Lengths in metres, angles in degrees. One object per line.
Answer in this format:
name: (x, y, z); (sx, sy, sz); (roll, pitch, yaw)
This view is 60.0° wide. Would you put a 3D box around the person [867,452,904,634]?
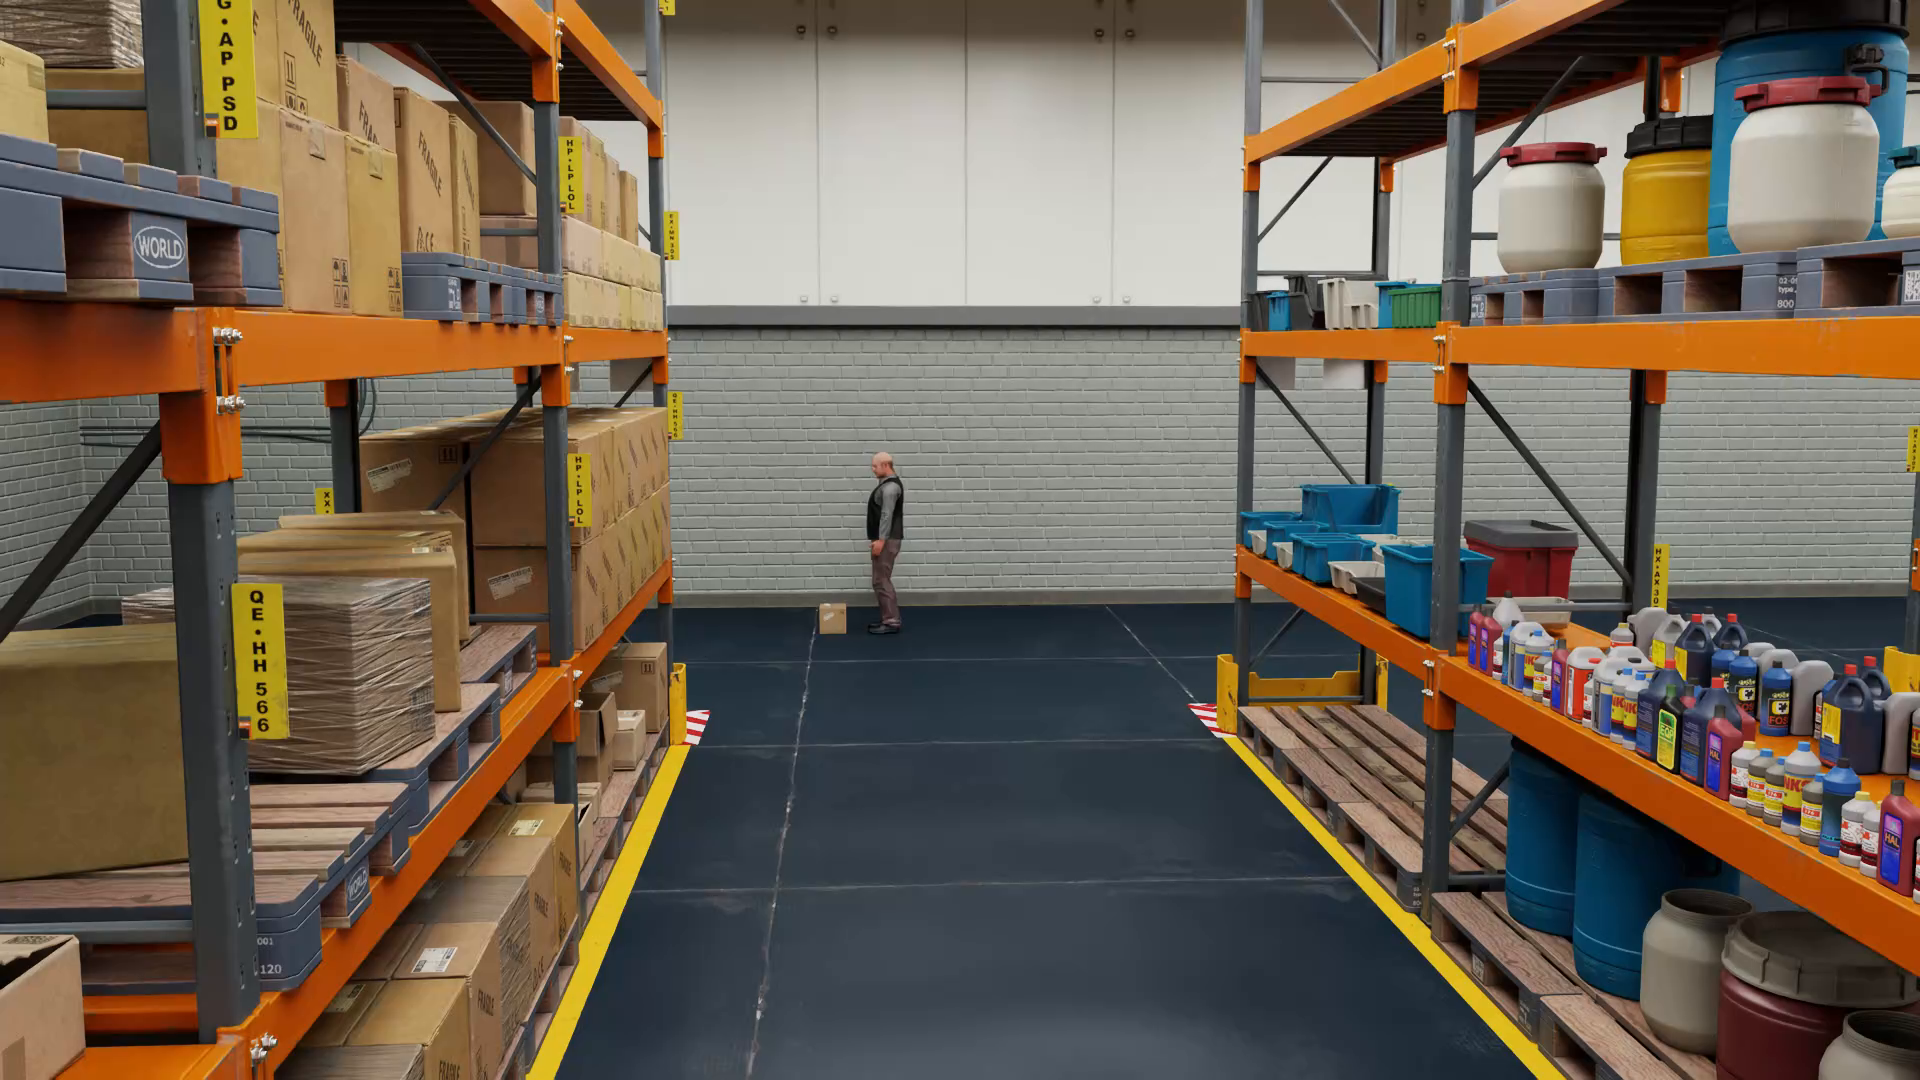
person: (-0.705, 0.082, 15.724); (0.353, 1.592, 0.535); (0, 7, -2)
